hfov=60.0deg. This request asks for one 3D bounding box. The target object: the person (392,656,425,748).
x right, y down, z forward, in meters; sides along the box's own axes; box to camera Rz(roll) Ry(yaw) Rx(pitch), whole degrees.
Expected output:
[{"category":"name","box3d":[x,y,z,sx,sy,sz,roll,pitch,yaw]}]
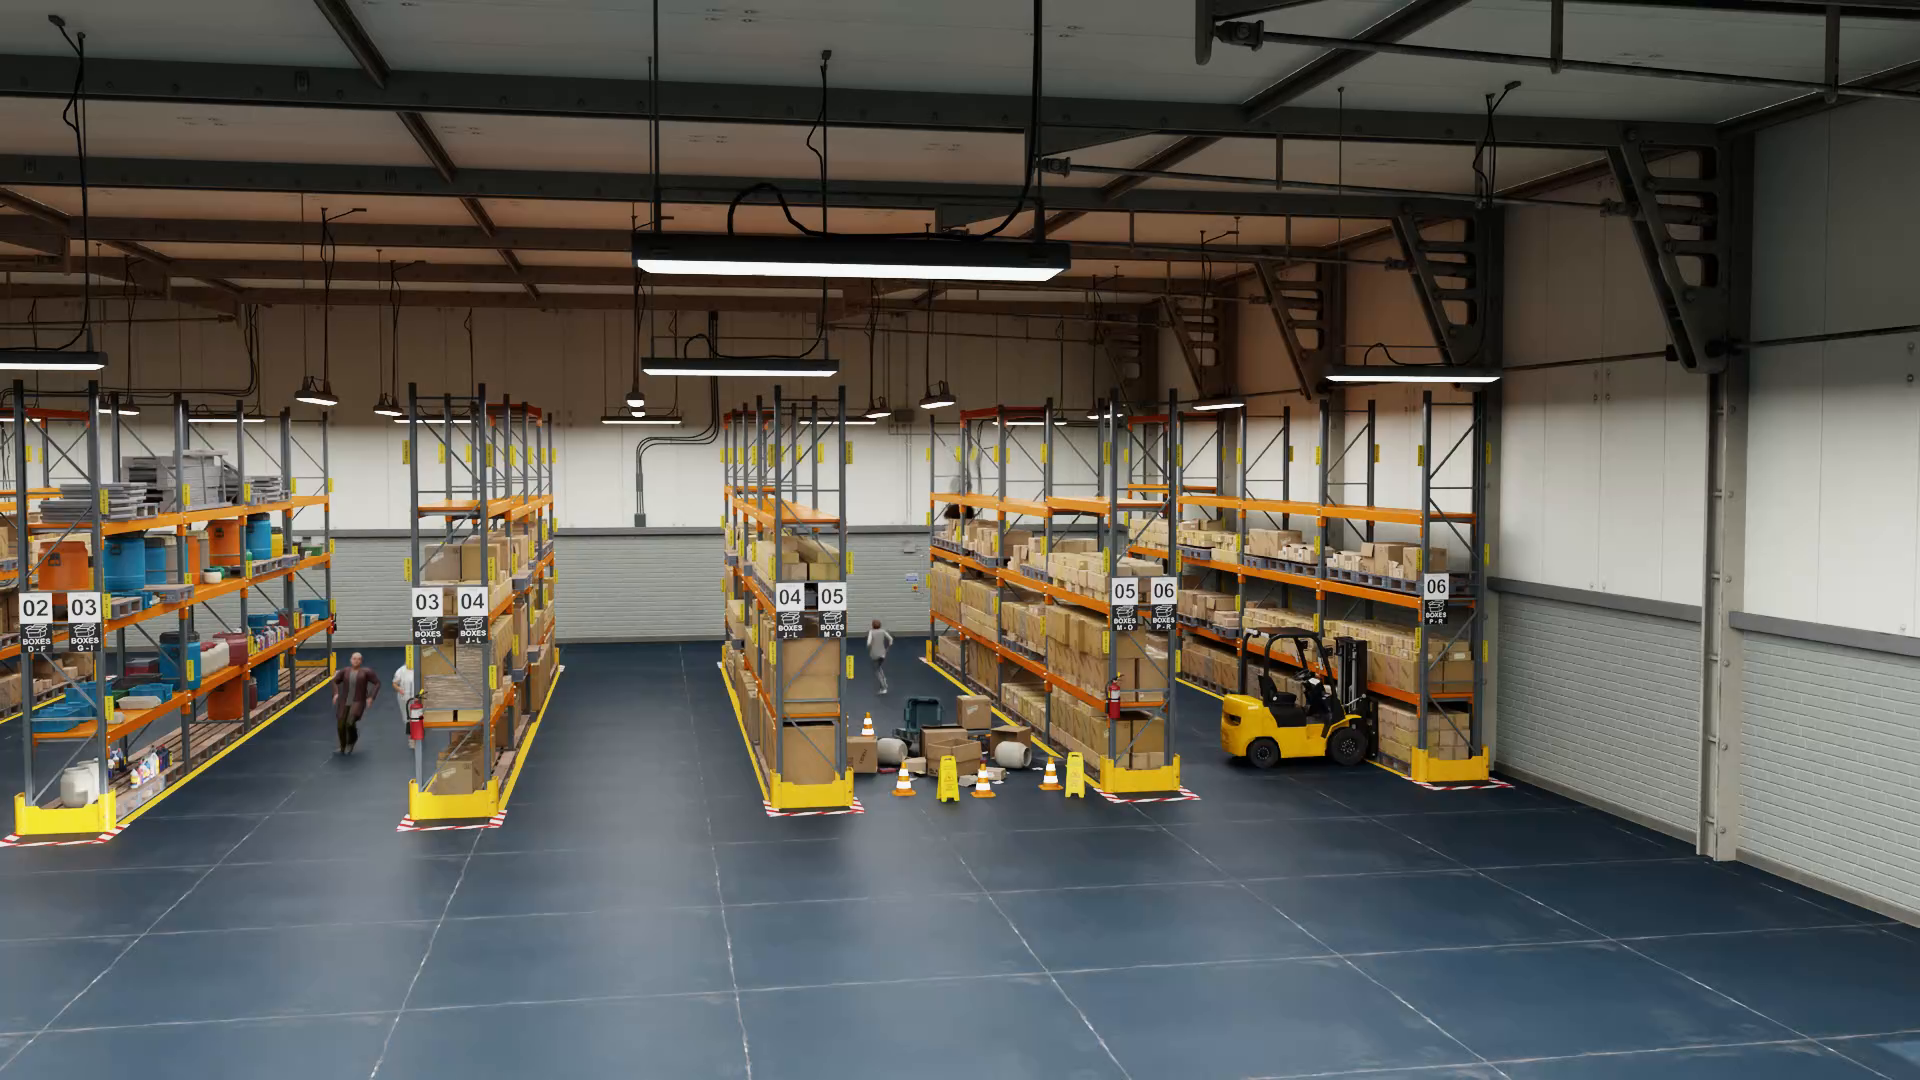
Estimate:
[{"category":"person","box3d":[-9.418,2.747,28.498,0.590,1.635,0.563,-1,3,-17]}]

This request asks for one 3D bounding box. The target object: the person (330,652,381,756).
[{"category":"person","box3d":[-10.109,2.732,27.710,0.774,1.717,0.612,0,3,0]}]

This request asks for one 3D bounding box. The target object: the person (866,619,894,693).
[{"category":"person","box3d":[-1.729,2.440,35.057,0.534,1.556,0.608,-2,3,-31]}]
